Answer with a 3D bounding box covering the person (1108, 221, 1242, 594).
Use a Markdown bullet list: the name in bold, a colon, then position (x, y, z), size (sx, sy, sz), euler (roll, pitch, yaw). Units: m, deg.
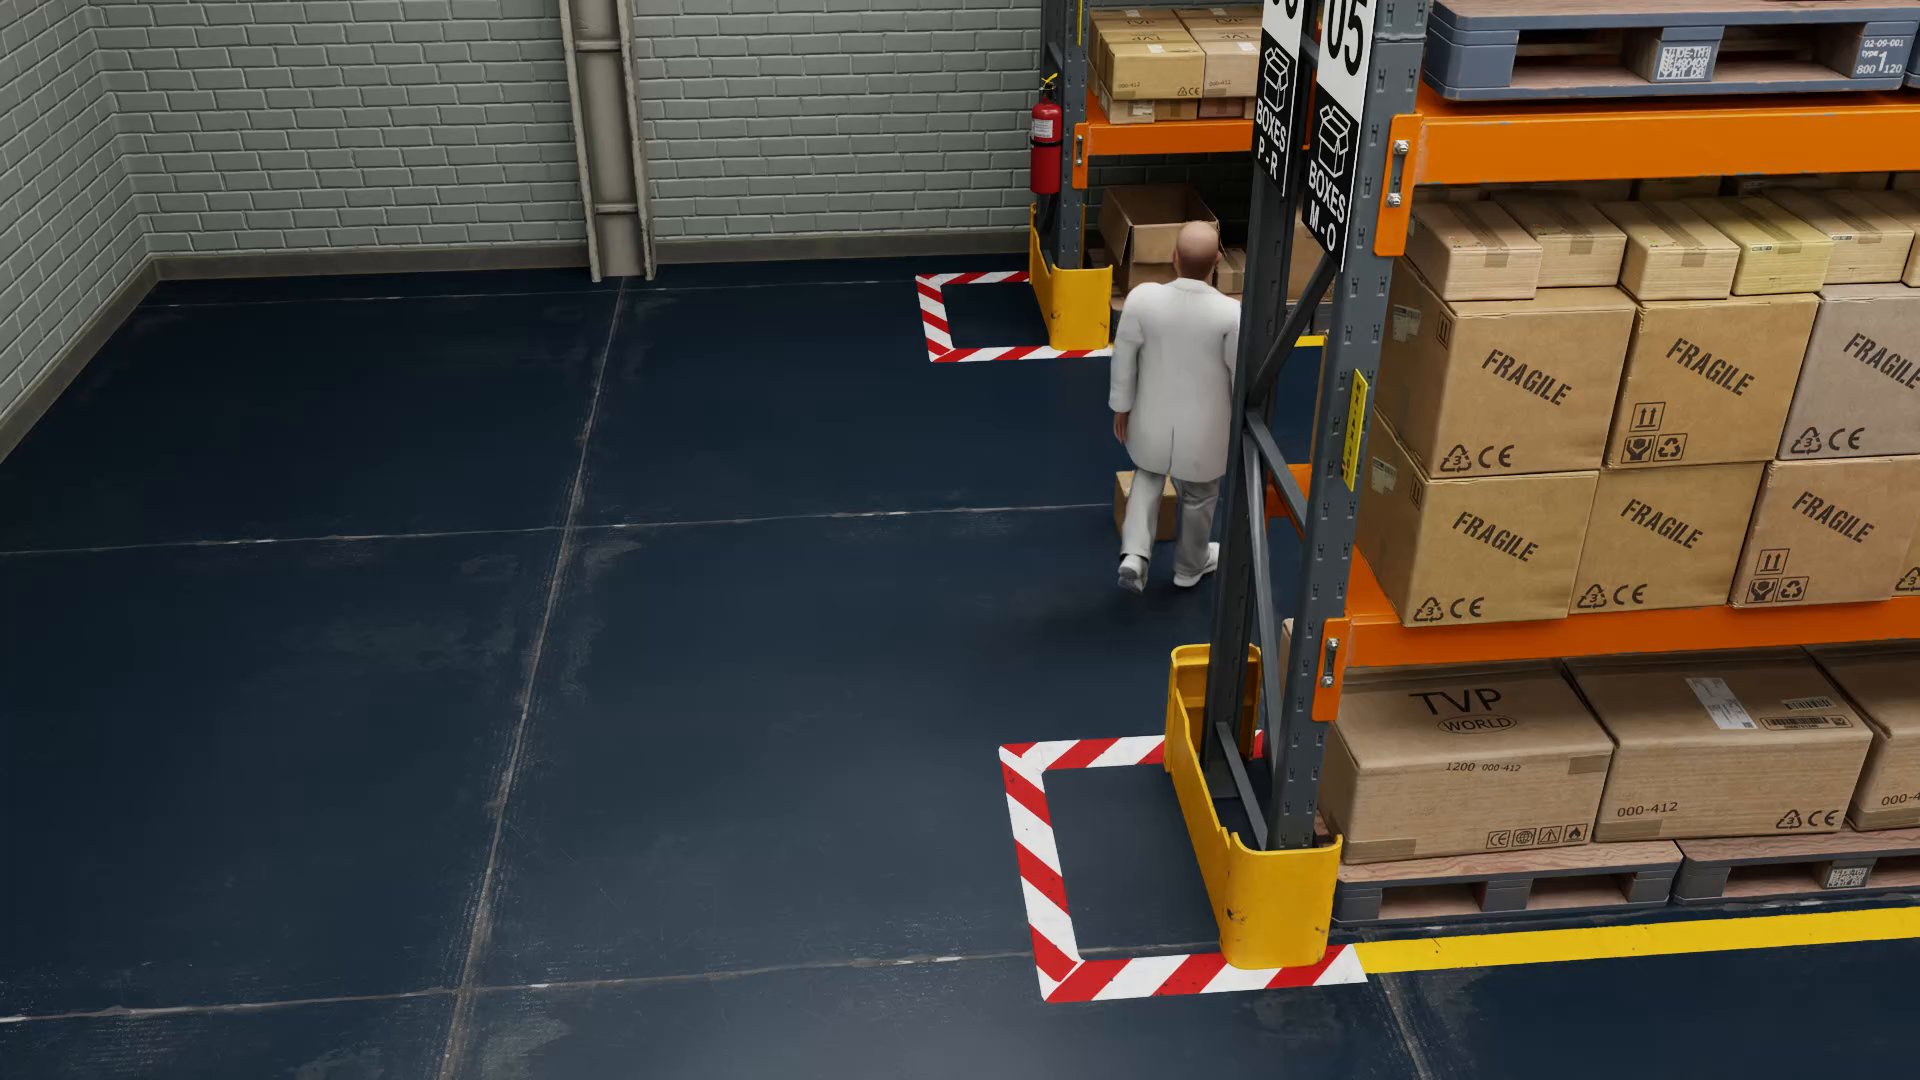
- **person**: position (0.962, -0.540, 7.052), size (0.644, 1.760, 0.749), euler (12, 33, 20)
